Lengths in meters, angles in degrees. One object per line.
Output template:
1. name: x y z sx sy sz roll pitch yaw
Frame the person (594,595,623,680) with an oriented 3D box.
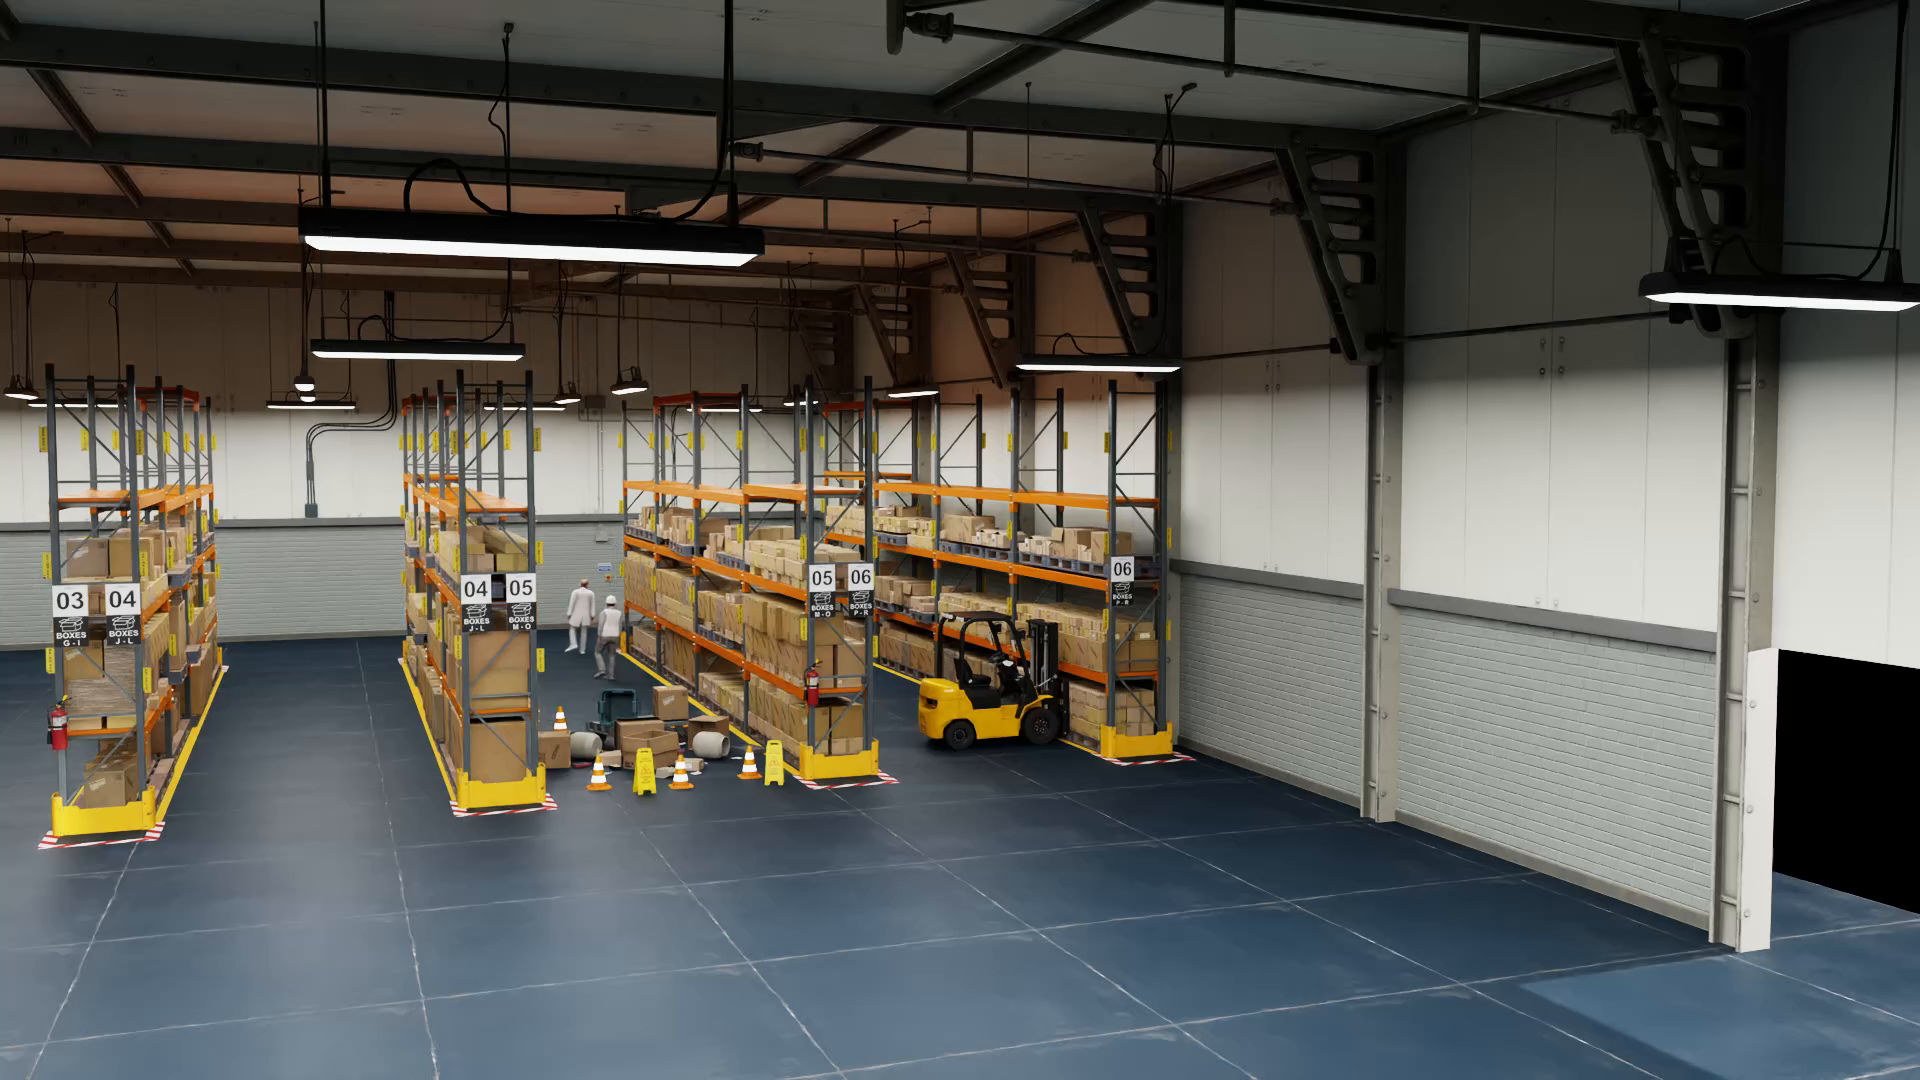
1. person: -7.448 2.054 35.146 0.641 1.774 0.409 -2 4 -33

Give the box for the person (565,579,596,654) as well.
1. person: -8.998 1.810 39.380 0.739 1.766 0.499 -1 4 -18
